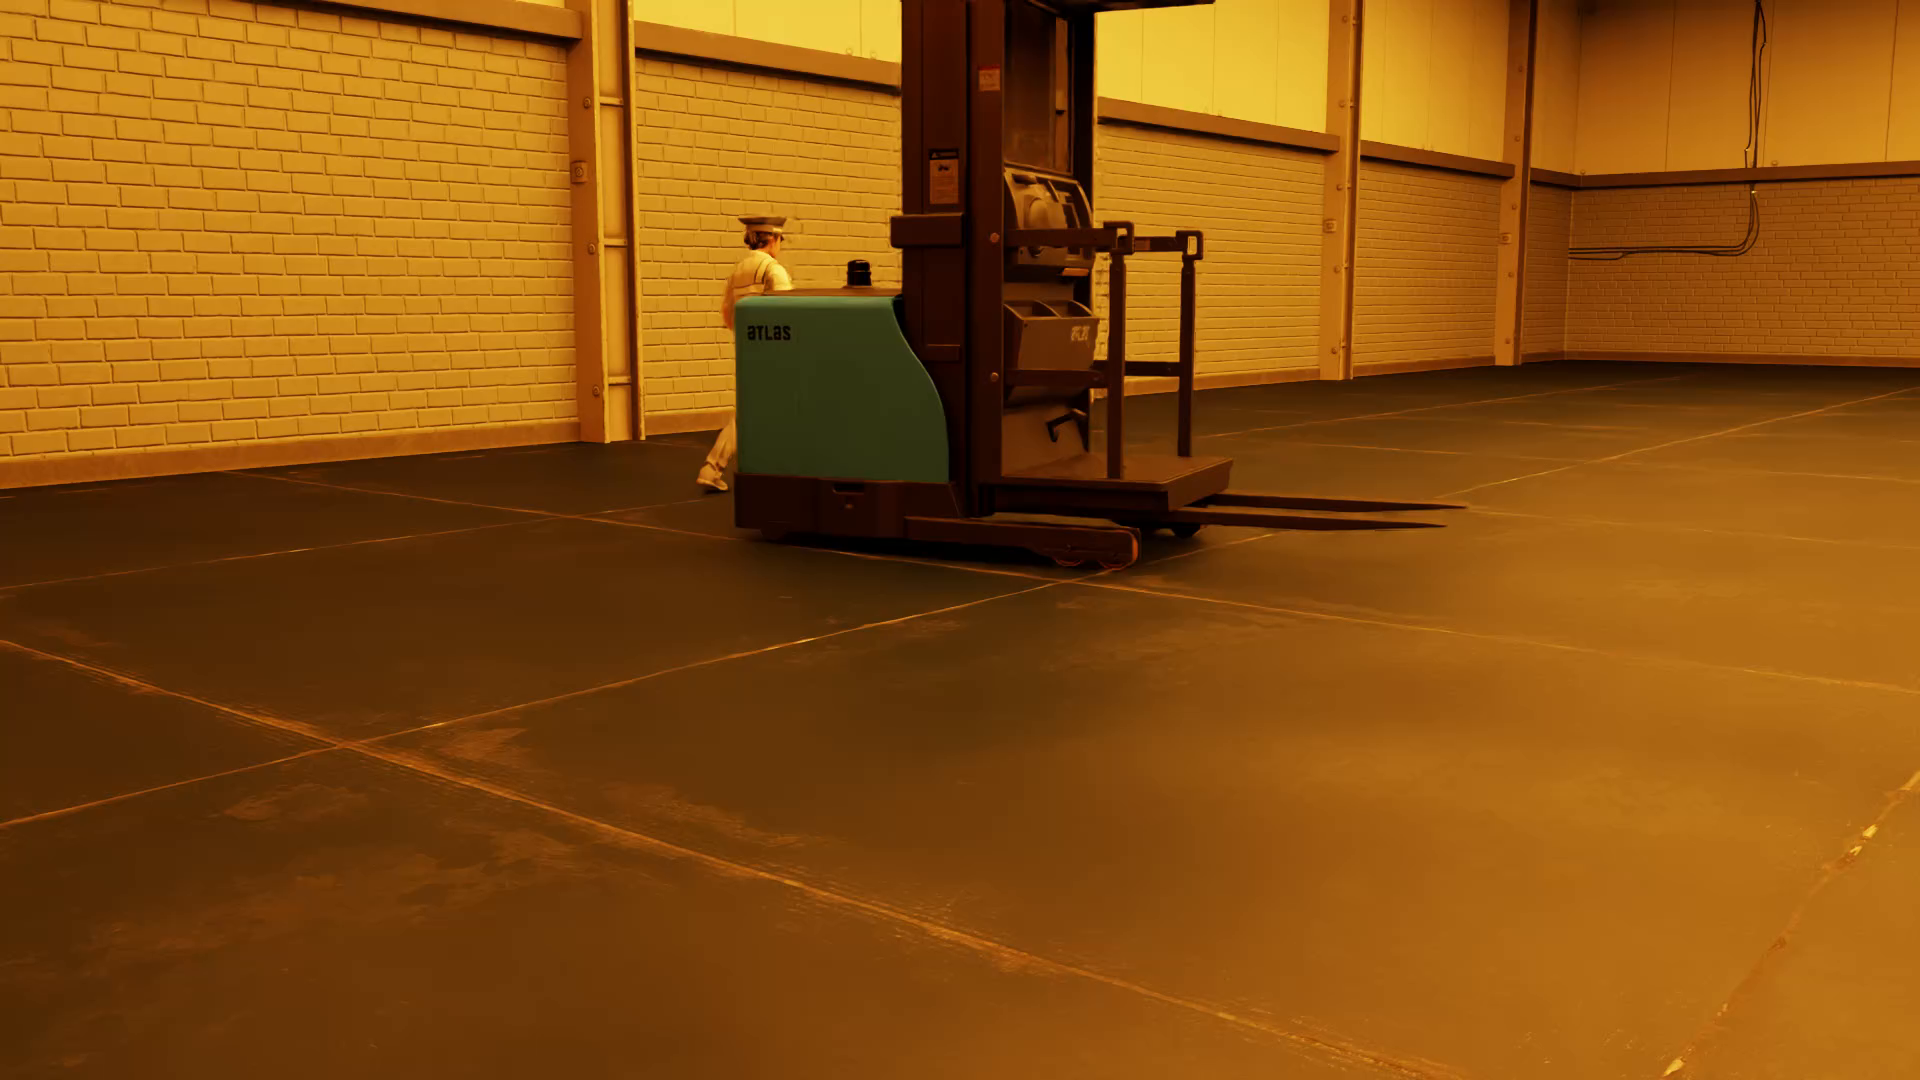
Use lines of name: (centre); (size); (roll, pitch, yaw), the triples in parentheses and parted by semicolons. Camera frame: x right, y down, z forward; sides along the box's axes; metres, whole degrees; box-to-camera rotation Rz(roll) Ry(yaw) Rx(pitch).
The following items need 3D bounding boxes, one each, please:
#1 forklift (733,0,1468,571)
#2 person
forklift: (0.567, -1.416, 6.959); (3.031, 2.935, 1.130); (4, 9, 23)
person: (-1.046, -1.007, 9.027); (0.670, 1.513, 0.882); (-8, 11, -43)
